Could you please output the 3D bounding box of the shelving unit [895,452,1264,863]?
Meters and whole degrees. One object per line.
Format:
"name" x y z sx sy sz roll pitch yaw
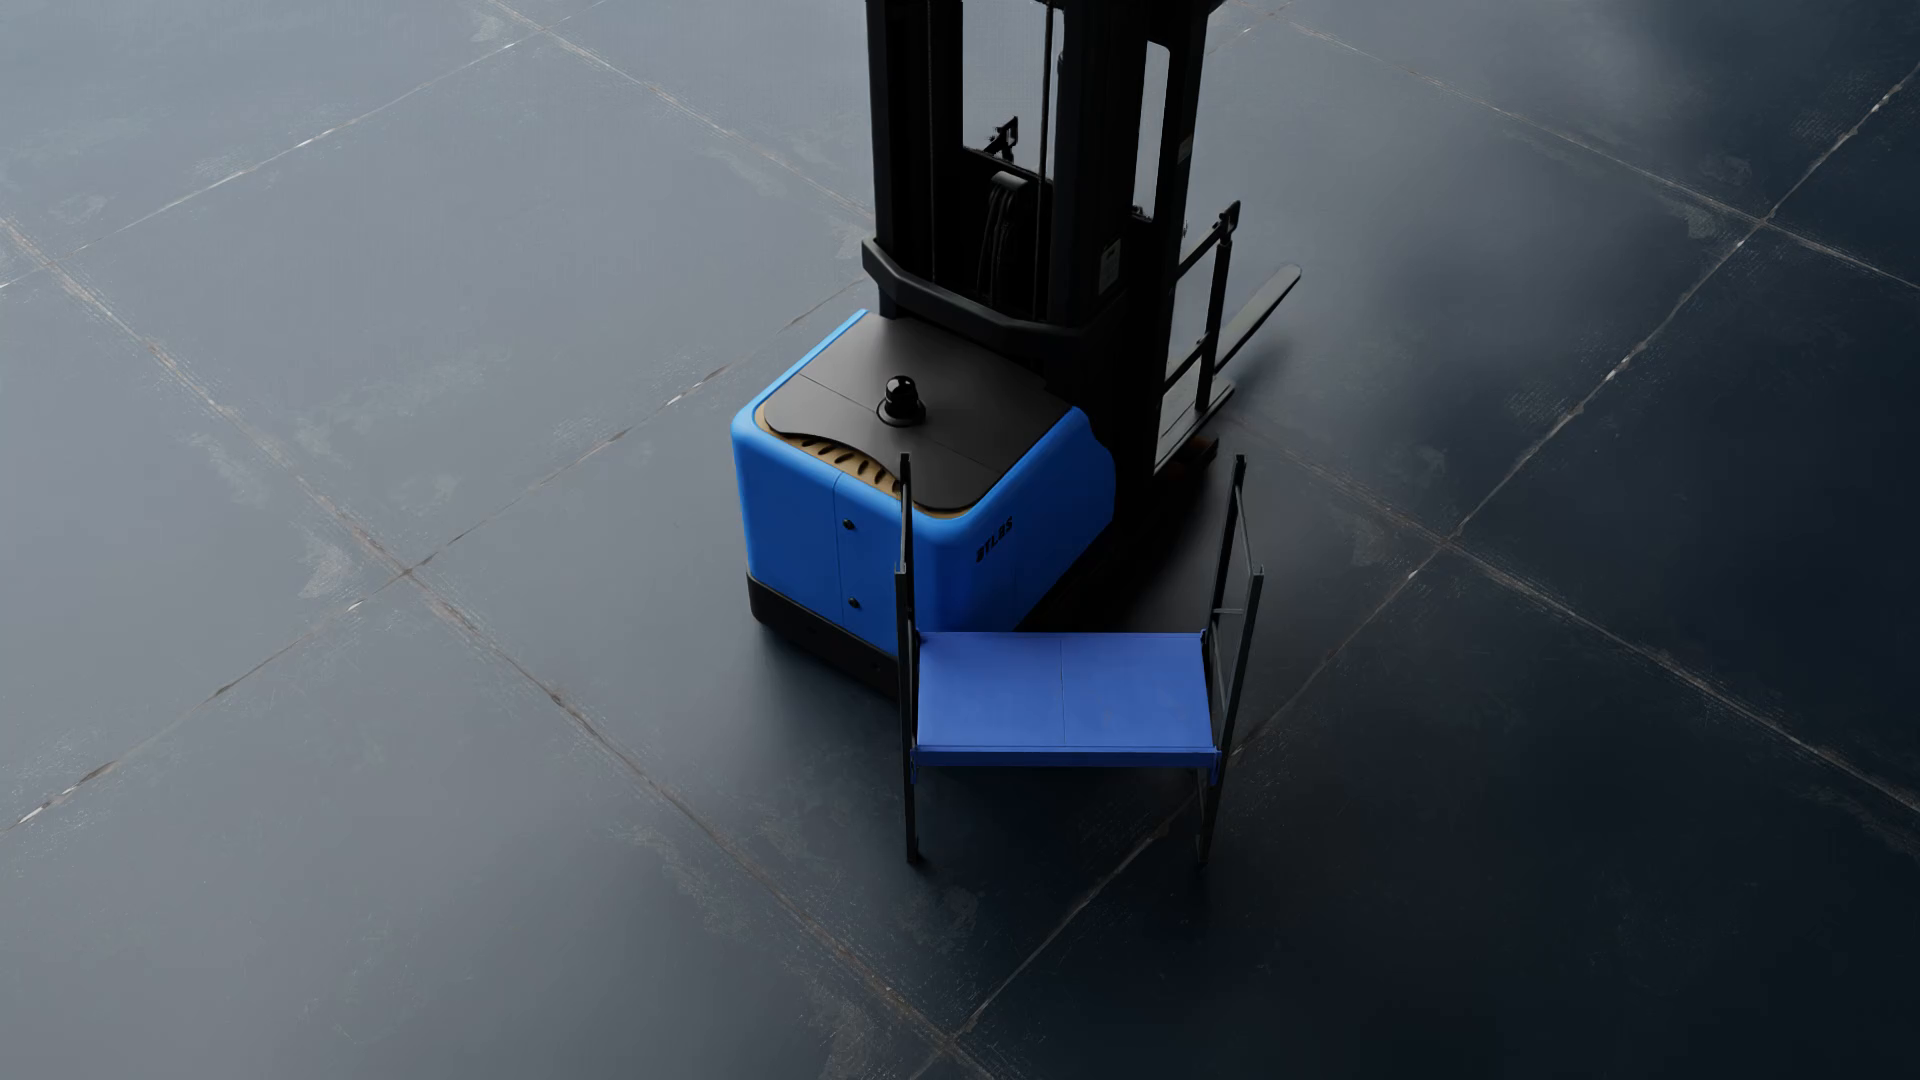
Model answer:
"shelving unit" 0.340 0.429 5.427 1.048 1.500 0.538 0 47 0

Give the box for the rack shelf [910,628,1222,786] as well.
"rack shelf" 0.340 0.552 5.558 1.000 0.185 0.538 0 47 0

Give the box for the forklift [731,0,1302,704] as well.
"forklift" 0.444 -1.356 6.122 1.130 2.935 3.031 27 53 23

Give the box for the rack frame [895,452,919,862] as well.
"rack frame" -0.168 0.427 5.429 0.032 1.500 0.500 0 47 0

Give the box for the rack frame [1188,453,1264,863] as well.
"rack frame" 0.848 0.432 5.425 0.032 1.500 0.500 0 47 0
